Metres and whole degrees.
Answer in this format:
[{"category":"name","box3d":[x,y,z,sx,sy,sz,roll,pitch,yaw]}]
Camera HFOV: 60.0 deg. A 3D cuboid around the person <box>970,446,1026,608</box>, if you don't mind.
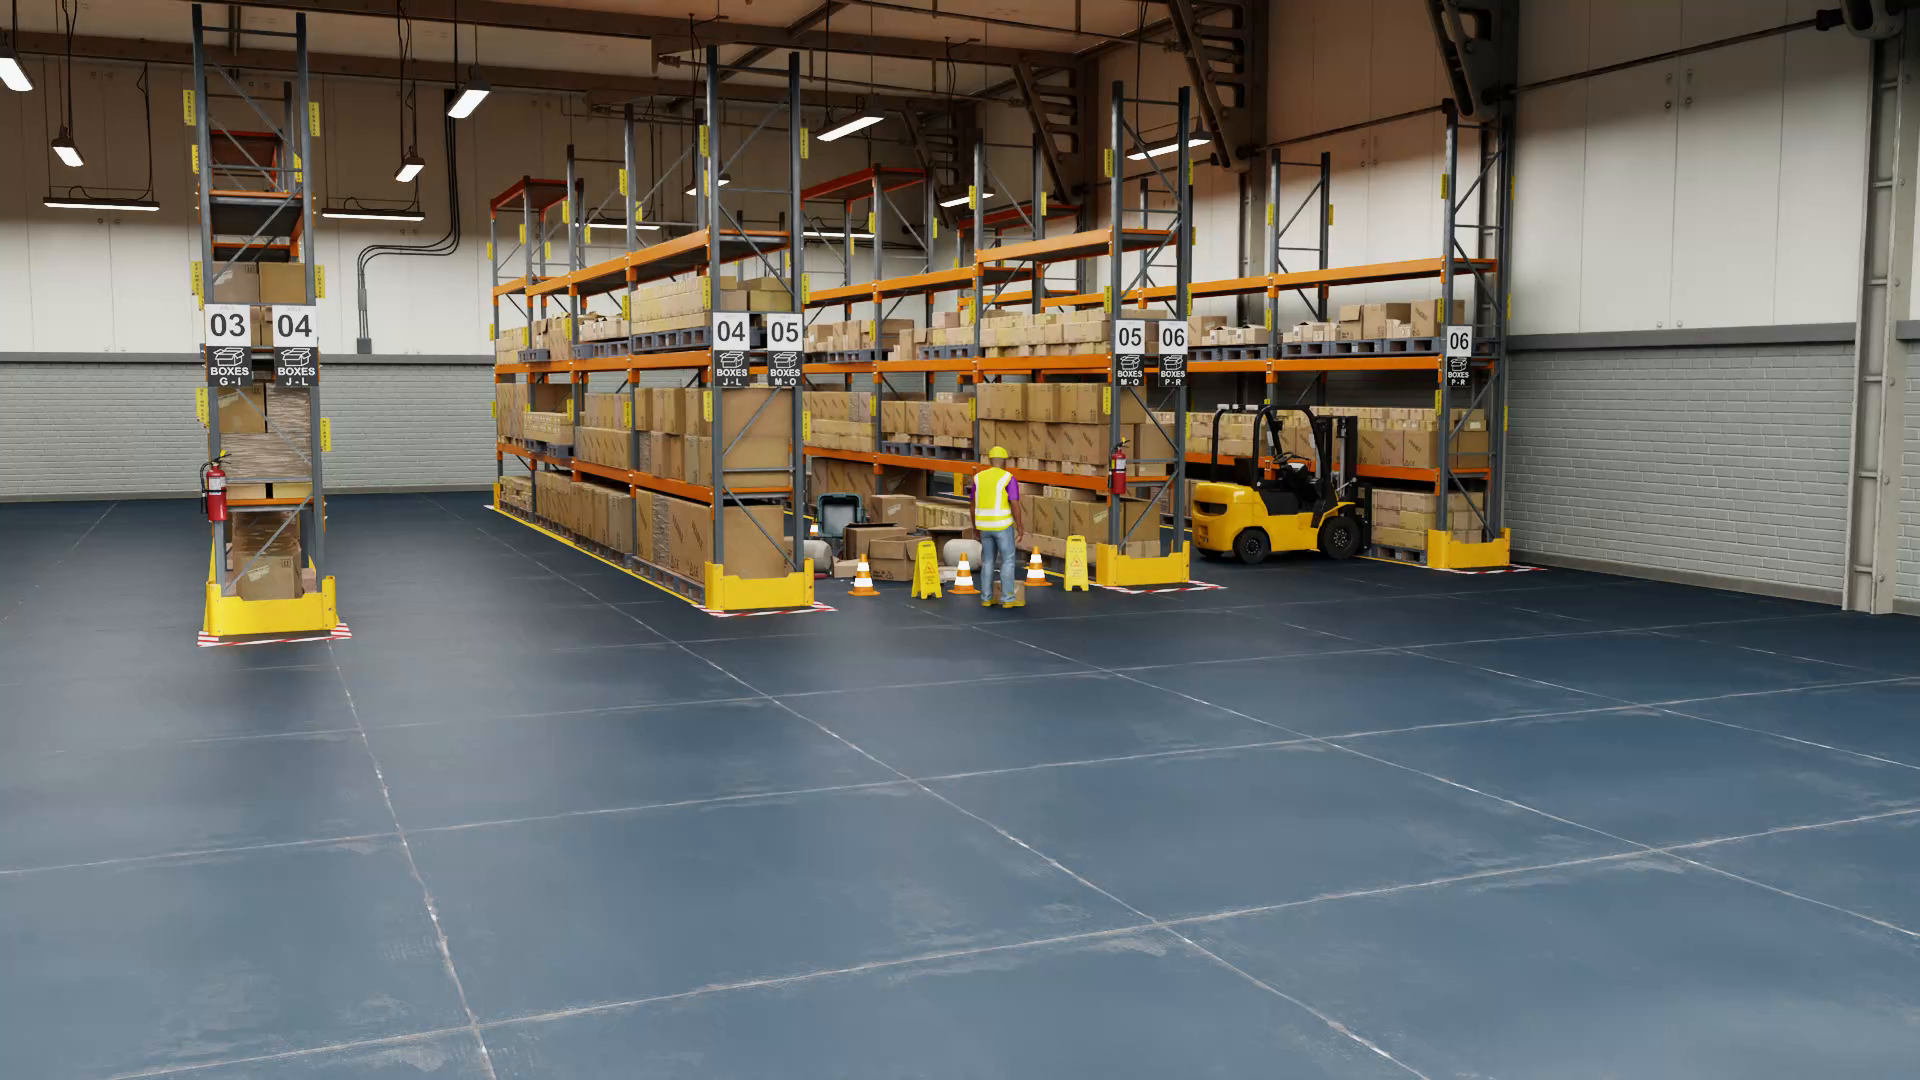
[{"category":"person","box3d":[0.409,-0.148,18.258,0.631,1.759,0.461,3,6,33]}]
